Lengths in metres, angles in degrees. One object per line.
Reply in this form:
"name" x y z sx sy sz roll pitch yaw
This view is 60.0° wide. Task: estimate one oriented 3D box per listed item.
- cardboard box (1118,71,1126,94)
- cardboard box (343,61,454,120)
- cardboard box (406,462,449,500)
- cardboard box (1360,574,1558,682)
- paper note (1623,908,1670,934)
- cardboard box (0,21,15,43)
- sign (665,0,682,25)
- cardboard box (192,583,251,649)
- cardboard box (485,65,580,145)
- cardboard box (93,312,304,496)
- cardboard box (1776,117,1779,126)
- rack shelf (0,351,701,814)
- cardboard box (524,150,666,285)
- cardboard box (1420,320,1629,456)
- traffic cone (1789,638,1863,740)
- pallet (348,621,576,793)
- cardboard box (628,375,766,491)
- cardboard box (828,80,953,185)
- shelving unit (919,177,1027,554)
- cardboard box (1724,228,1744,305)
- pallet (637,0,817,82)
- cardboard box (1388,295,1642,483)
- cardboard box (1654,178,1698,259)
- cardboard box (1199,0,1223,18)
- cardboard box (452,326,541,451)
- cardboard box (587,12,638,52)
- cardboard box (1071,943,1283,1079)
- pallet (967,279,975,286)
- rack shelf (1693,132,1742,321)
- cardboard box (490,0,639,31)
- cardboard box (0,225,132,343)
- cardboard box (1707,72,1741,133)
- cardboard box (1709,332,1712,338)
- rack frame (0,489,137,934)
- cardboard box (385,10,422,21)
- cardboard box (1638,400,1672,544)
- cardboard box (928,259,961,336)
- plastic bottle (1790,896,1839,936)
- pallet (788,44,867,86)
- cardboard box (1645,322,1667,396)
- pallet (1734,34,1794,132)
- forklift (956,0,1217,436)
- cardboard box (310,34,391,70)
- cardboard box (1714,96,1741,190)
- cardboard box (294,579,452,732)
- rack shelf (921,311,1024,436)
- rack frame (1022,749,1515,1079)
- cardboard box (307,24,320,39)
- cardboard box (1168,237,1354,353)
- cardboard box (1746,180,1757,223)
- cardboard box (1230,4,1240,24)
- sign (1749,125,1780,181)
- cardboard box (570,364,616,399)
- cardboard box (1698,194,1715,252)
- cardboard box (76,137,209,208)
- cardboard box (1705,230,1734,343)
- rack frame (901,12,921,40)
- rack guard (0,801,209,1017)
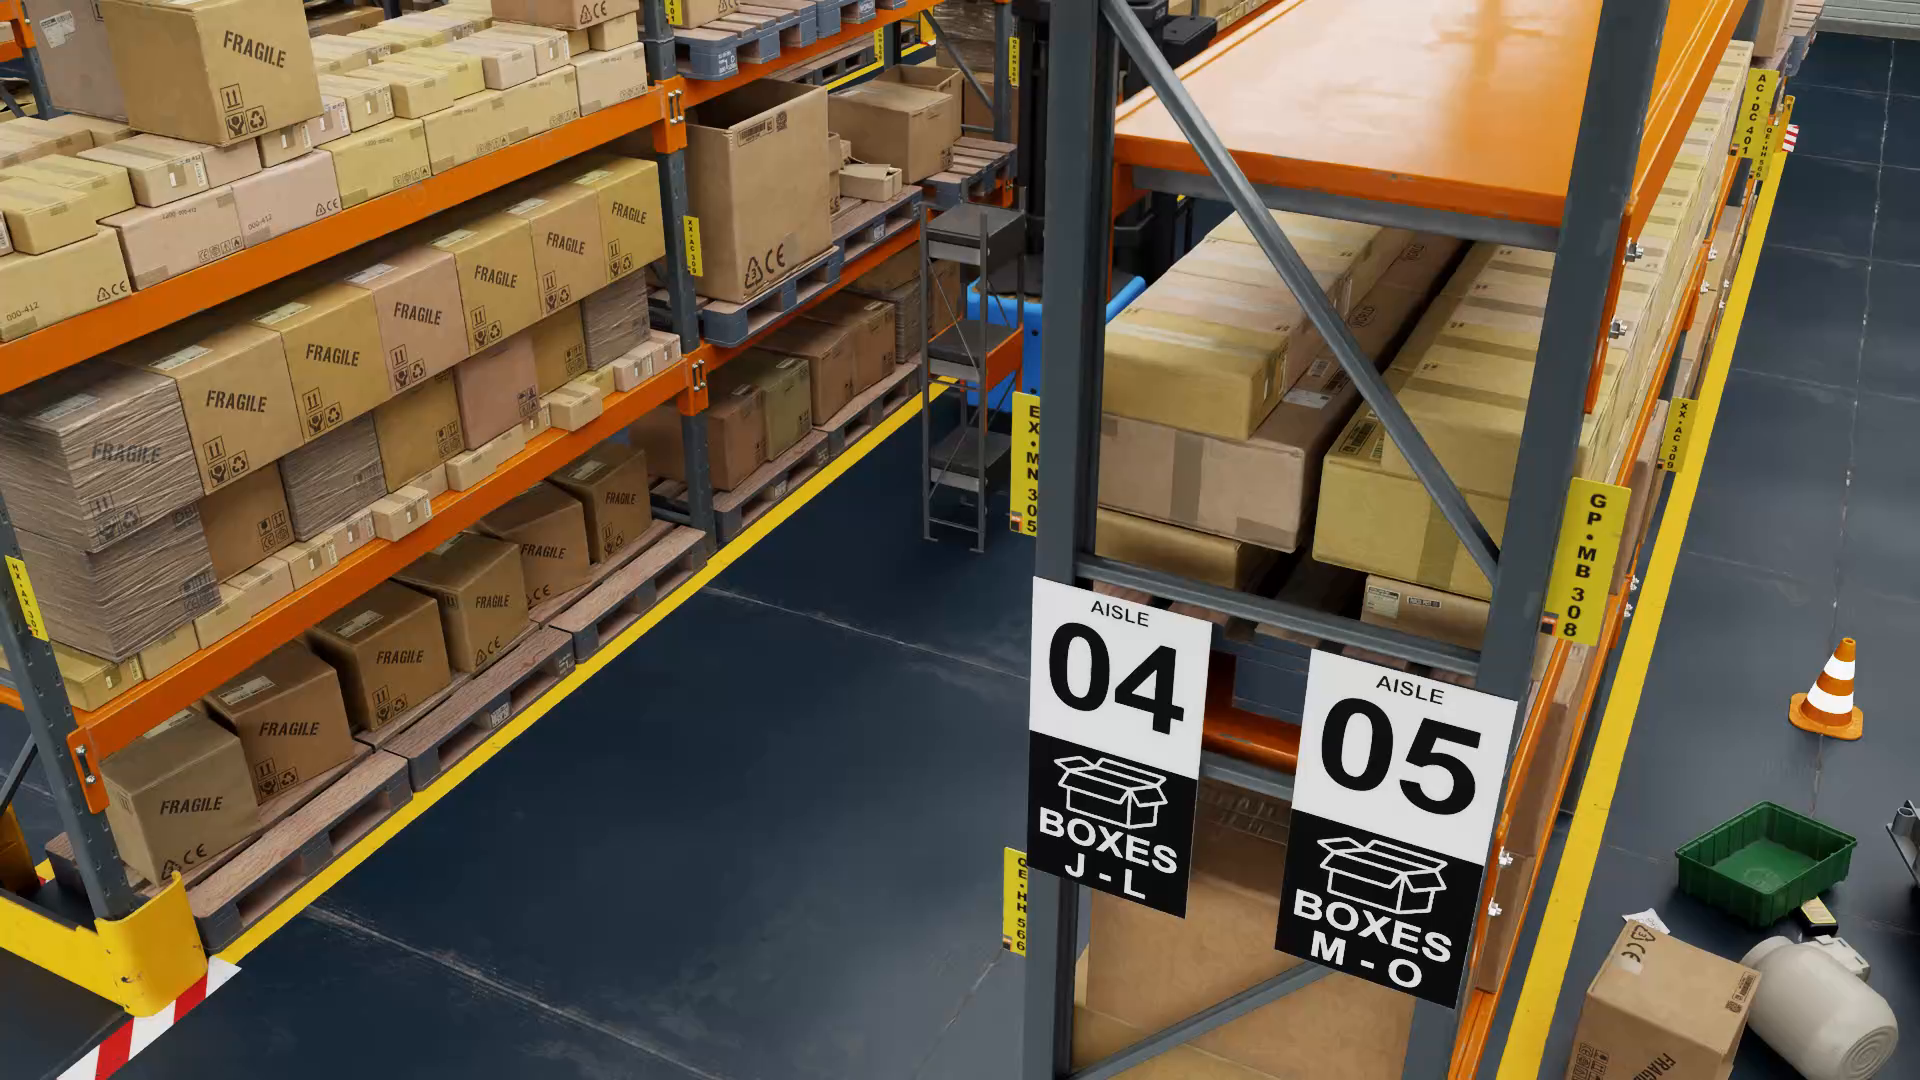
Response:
"cardboard box" 1.061 -3.964 13.831 0.500 0.500 0.500 14 33 23
"cardboard box" -2.404 -1.929 7.126 0.380 0.149 0.250 16 34 26
"cardboard box" -2.632 -0.290 7.785 0.380 0.149 0.250 14 33 23
"cardboard box" 1.071 0.131 3.518 0.380 0.149 0.250 15 33 24
"paper note" 2.952 1.645 7.145 0.147 0.020 0.142 -7 31 -11
"cardboard box" -9.076 -4.768 15.583 0.380 0.149 0.250 14 33 23
"sign" -1.431 -2.721 8.235 0.100 0.325 0.005 14 33 23
"cardboard box" -3.139 0.280 6.792 0.380 0.149 0.250 14 33 23
"cardboard box" -2.140 -2.061 7.756 0.500 0.250 0.500 15 33 24
"cardboard box" -3.013 -0.550 6.584 0.500 0.500 0.500 14 33 23
"cardboard box" 7.485 -3.903 15.669 0.380 0.149 0.250 16 33 25
"rack shelf" -2.829 -0.117 7.955 1.077 0.370 4.000 14 33 23
"cardboard box" -1.878 -1.660 8.515 0.500 0.500 0.500 14 33 23
"cardboard box" 1.180 -0.322 3.507 0.380 0.149 0.250 14 33 24
"traffic cone" 4.407 0.702 8.353 0.336 0.463 0.334 14 33 23
"pallet" -2.747 0.742 8.536 1.003 0.211 1.213 14 33 23
"cardboard box" -1.619 -0.690 10.298 0.700 0.500 0.500 12 32 20
"cardboard box" -0.471 -2.796 11.375 0.700 0.500 0.500 20 35 30
"shelving unit" 0.075 -0.984 9.645 0.431 2.100 0.503 14 33 23
"cardboard box" 5.749 -2.178 12.909 0.500 0.500 0.500 13 33 22
"pallet" -1.542 -2.785 9.054 1.213 0.211 1.003 14 33 23
"cardboard box" 1.308 -0.344 3.945 0.500 0.250 0.500 14 33 23
"cardboard box" 1.761 -0.888 4.492 0.380 0.149 0.250 15 33 24
"cardboard box" 2.174 -5.075 15.718 0.500 0.250 0.500 14 33 22
"cardboard box" -2.575 -0.844 8.100 0.875 0.500 0.500 14 33 23
"cardboard box" -1.808 -2.515 8.146 0.380 0.149 0.250 15 33 25
"cardboard box" 0.758 1.388 4.461 0.875 0.550 0.550 14 33 23
"pallet" 0.331 -2.212 13.681 1.003 0.211 1.213 14 33 23
"rack shelf" 3.363 -2.021 8.258 1.077 0.370 4.000 14 33 23
"cardboard box" -1.896 -2.748 7.901 0.500 0.500 0.500 13 32 22
"cardboard box" -3.290 -0.933 5.792 0.500 0.250 0.500 15 33 25
"cardboard box" 2.339 -1.451 5.473 0.380 0.149 0.250 14 33 23
"cardboard box" 4.804 -1.593 11.138 0.500 0.250 0.500 13 32 21
"rack frame" -3.740 0.458 6.232 1.000 3.000 0.127 14 33 23
"cardboard box" -6.706 -6.273 20.210 0.500 0.311 0.500 14 33 23
"cardboard box" 2.931 -0.361 7.557 0.500 0.500 0.500 15 33 24
"cardboard box" -0.383 -1.894 12.395 0.700 0.500 0.500 13 32 21
"plastic bottle" 3.669 1.593 7.204 0.133 0.061 0.283 -1 30 -3
"pallet" -1.827 -5.654 19.675 1.003 0.211 1.213 14 33 23
"cardboard box" 1.761 -0.542 4.689 0.380 0.149 0.250 15 33 24
"pallet" 3.521 -2.344 8.288 1.003 0.211 1.213 16 33 26
"forklift" 1.044 -2.491 11.436 1.130 2.935 3.031 13 32 21
"cardboard box" -2.815 -2.184 7.570 0.380 0.149 0.250 14 33 22
"cardboard box" 2.456 -1.459 5.887 0.500 0.250 0.500 14 33 23
"cardboard box" -2.897 0.540 8.176 0.500 0.500 0.500 18 34 28
"rack shelf" 0.075 -0.972 9.652 0.431 0.518 0.480 14 33 23
"rack frame" 0.630 1.628 4.194 1.000 3.000 0.127 14 33 23
"cardboard box" -7.521 -5.495 18.665 0.500 0.500 0.500 15 33 24
"cardboard box" 0.713 -0.586 3.966 0.380 0.149 0.250 15 33 24
"cardboard box" 5.982 -2.728 13.114 0.500 0.250 0.500 13 32 22
"cardboard box" 2.515 -5.159 16.265 0.380 0.149 0.250 13 32 22
"sign" 4.770 -2.297 9.865 0.100 0.325 0.005 14 33 23
"cardboard box" -2.044 -0.839 8.741 0.380 0.149 0.250 14 33 23
"cardboard box" 2.340 -1.102 5.666 0.380 0.149 0.250 15 33 24
"cardboard box" -3.011 -1.358 6.132 0.380 0.149 0.250 16 33 25
"cardboard box" 4.079 -1.481 9.507 0.500 0.500 0.500 14 33 23
"rack frame" -0.860 -7.759 20.540 1.000 3.000 0.127 14 33 23
"rack guard" -3.705 1.508 6.913 1.175 0.500 0.348 14 33 23
